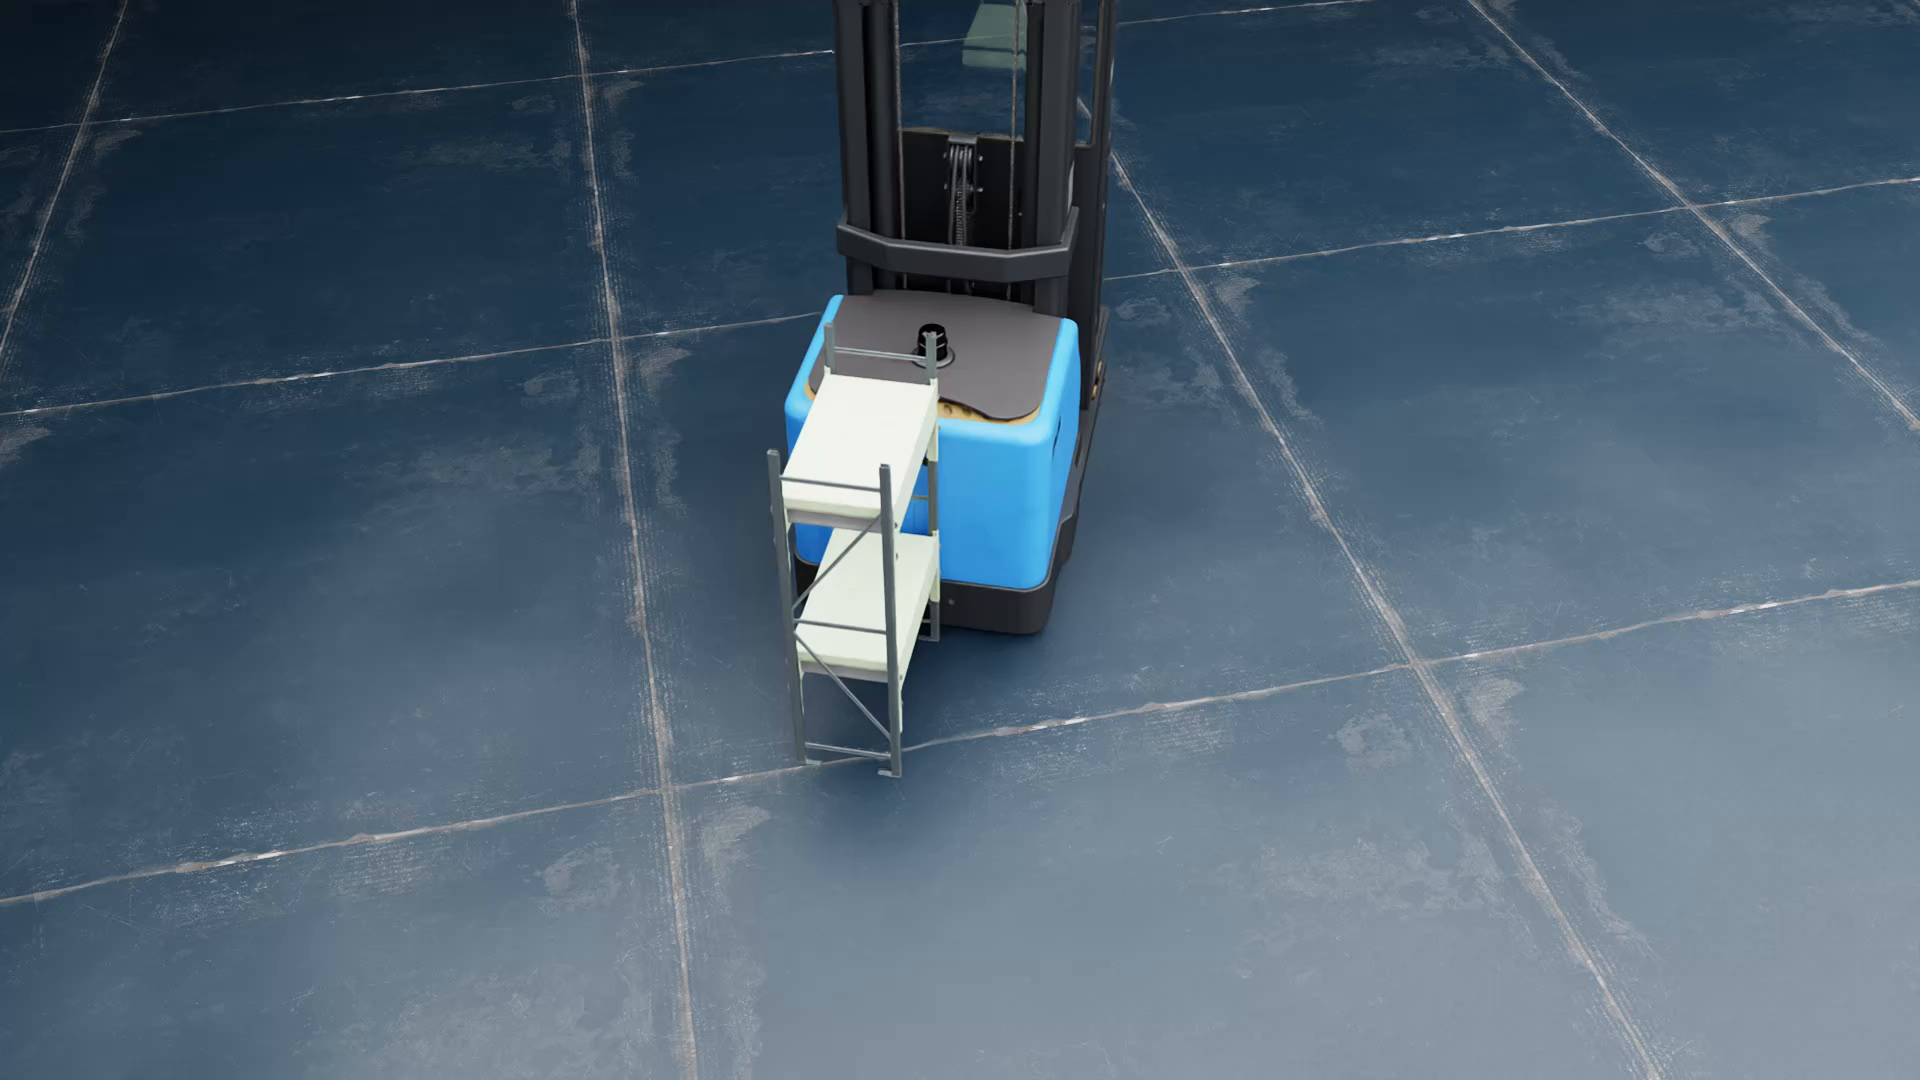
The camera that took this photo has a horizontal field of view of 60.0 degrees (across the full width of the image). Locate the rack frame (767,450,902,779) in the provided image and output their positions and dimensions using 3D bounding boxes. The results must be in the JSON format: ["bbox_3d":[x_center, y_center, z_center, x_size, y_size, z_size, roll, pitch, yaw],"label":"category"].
[{"bbox_3d":[-0.418,0.303,5.778,0.400,1.500,0.023,7,42,8],"label":"rack frame"}]

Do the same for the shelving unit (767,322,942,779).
[{"bbox_3d":[-0.349,0.065,6.047,0.431,1.500,0.755,7,42,8],"label":"shelving unit"}]

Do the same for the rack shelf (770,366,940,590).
[{"bbox_3d":[-0.349,-0.227,5.788,0.431,0.370,0.720,7,42,8],"label":"rack shelf"}]

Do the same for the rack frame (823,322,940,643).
[{"bbox_3d":[-0.281,-0.174,6.316,0.400,1.500,0.023,7,42,8],"label":"rack frame"}]

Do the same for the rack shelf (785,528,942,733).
[{"bbox_3d":[-0.349,0.309,6.264,0.431,0.370,0.720,7,42,8],"label":"rack shelf"}]

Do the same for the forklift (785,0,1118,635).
[{"bbox_3d":[0.099,-1.700,6.958,1.130,2.935,3.031,7,42,8],"label":"forklift"}]
